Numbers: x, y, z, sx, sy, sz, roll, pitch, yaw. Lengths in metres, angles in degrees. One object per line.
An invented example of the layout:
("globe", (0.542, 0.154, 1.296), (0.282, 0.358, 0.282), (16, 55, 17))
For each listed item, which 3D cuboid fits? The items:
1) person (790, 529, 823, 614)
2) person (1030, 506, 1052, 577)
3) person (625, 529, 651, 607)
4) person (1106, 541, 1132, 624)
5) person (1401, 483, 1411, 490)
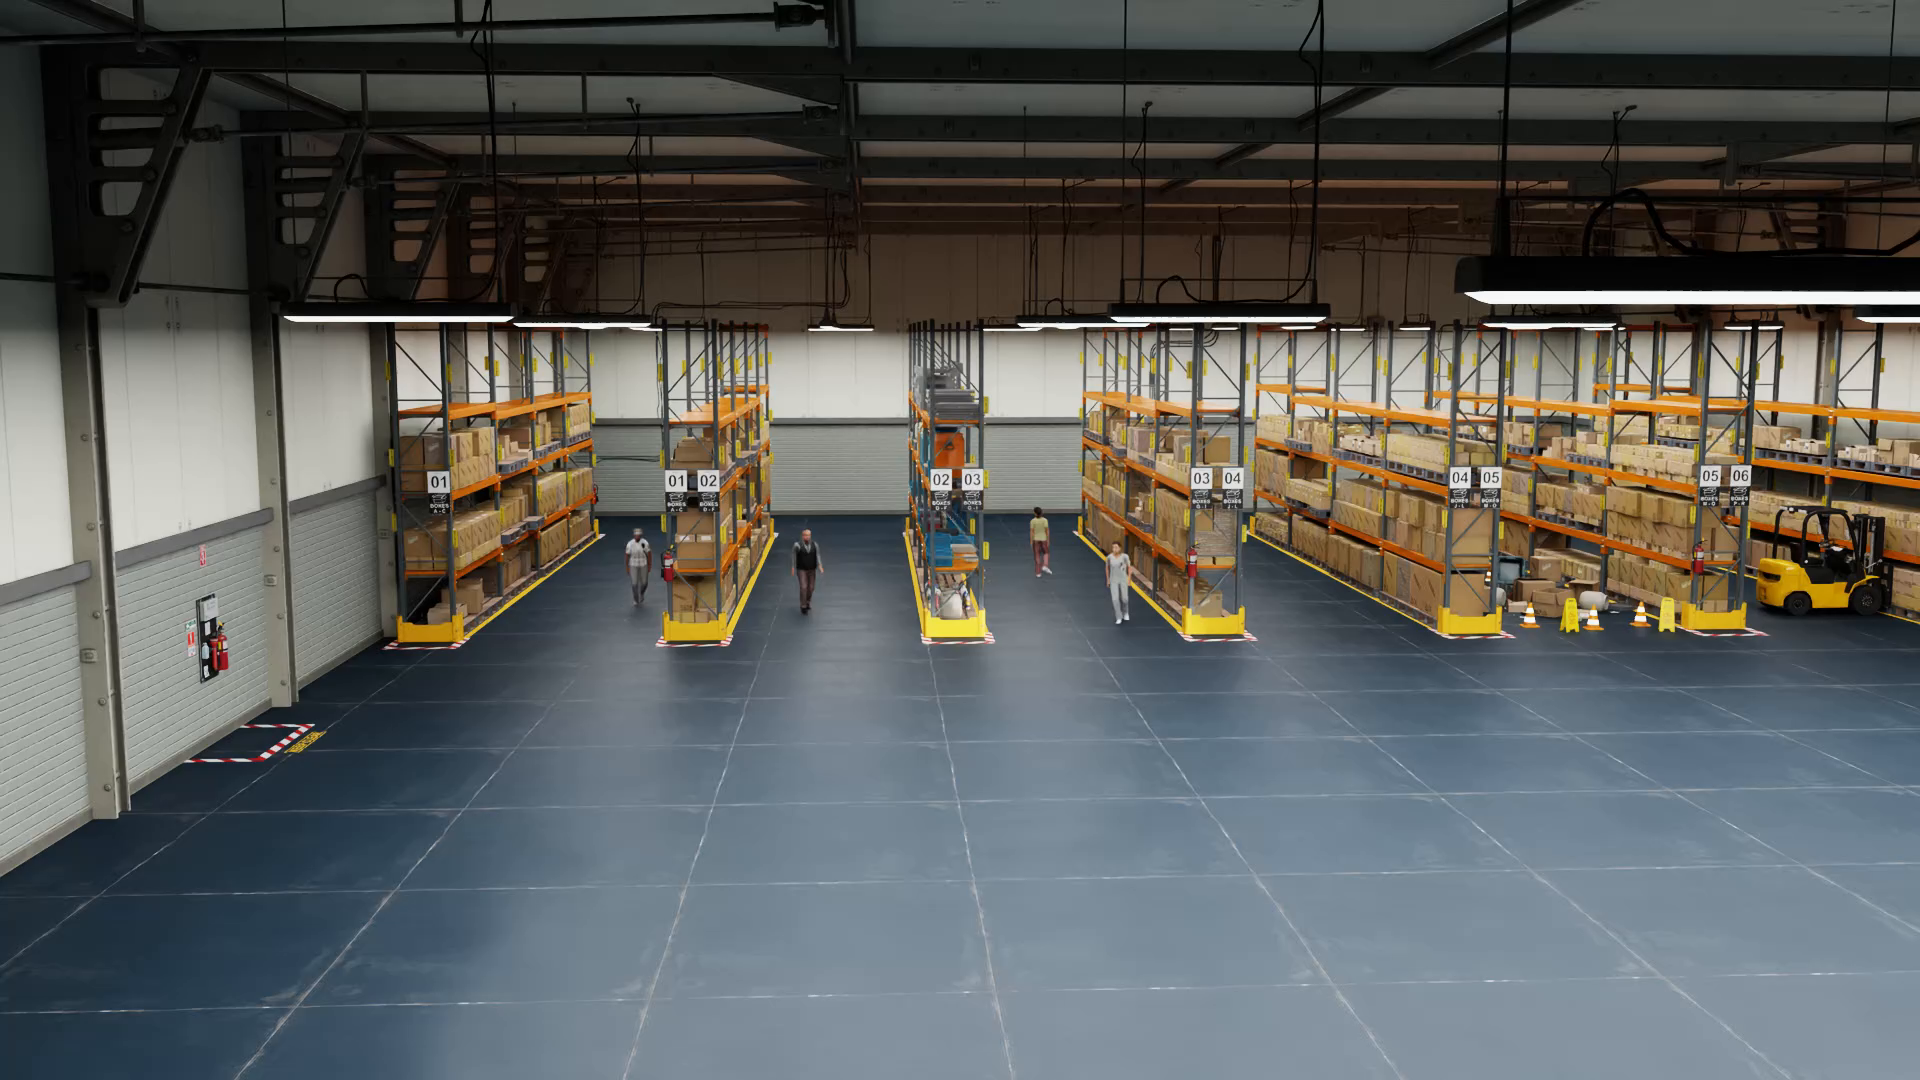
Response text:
("person", (-3.192, 0.596, 34.435), (0.600, 1.655, 0.658), (-4, 8, -30))
("person", (1.910, 0.046, 39.278), (0.520, 1.668, 0.476), (-1, 7, -5))
("person", (-6.831, 0.558, 35.324), (0.540, 1.658, 0.534), (-1, 7, -12))
("person", (3.162, 0.821, 33.144), (0.516, 1.654, 0.523), (1, 7, 8))
("person", (12.177, -0.768, 45.408), (0.539, 1.779, 0.638), (6, 9, 40))
